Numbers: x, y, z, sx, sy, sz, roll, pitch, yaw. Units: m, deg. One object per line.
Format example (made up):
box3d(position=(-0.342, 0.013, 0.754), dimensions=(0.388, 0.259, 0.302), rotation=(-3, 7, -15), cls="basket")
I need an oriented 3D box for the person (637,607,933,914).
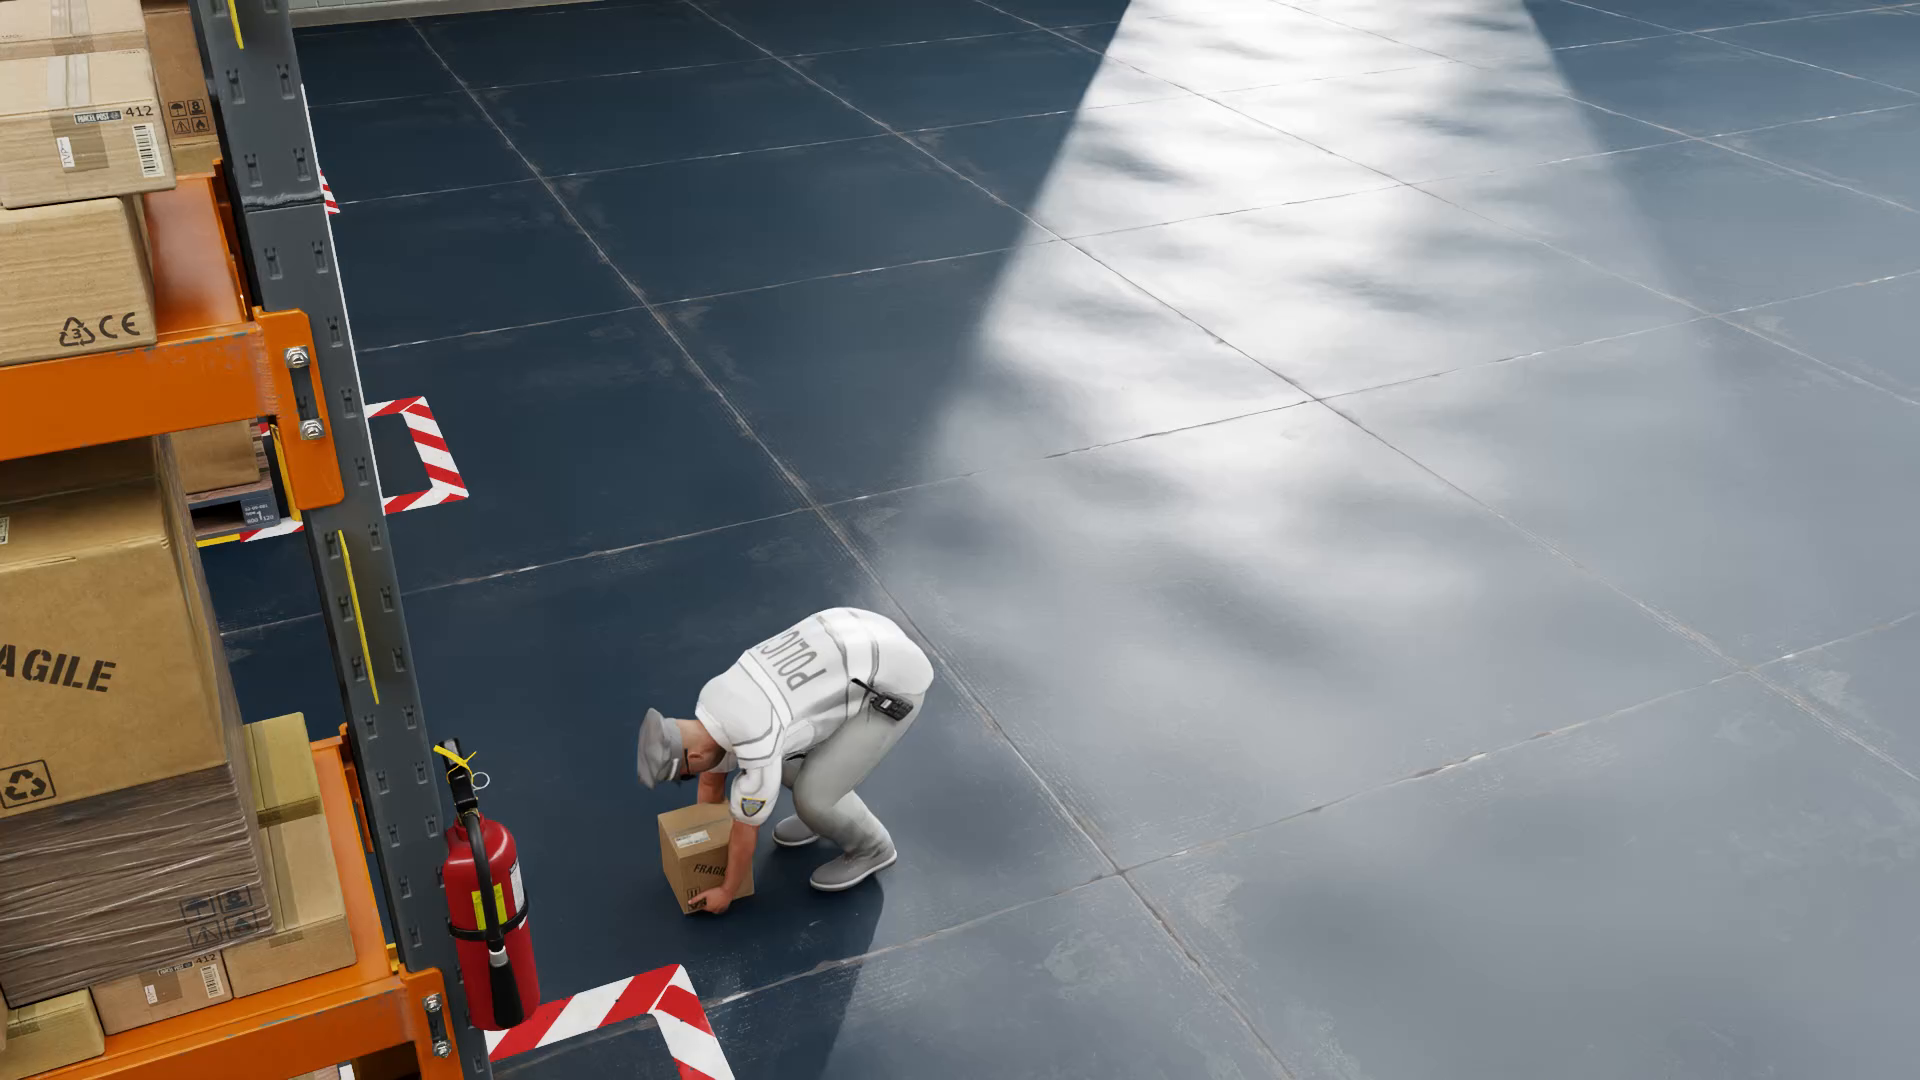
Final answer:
box3d(position=(-0.586, 0.746, 5.638), dimensions=(1.025, 0.929, 0.536), rotation=(-15, 32, -24), cls="person")
